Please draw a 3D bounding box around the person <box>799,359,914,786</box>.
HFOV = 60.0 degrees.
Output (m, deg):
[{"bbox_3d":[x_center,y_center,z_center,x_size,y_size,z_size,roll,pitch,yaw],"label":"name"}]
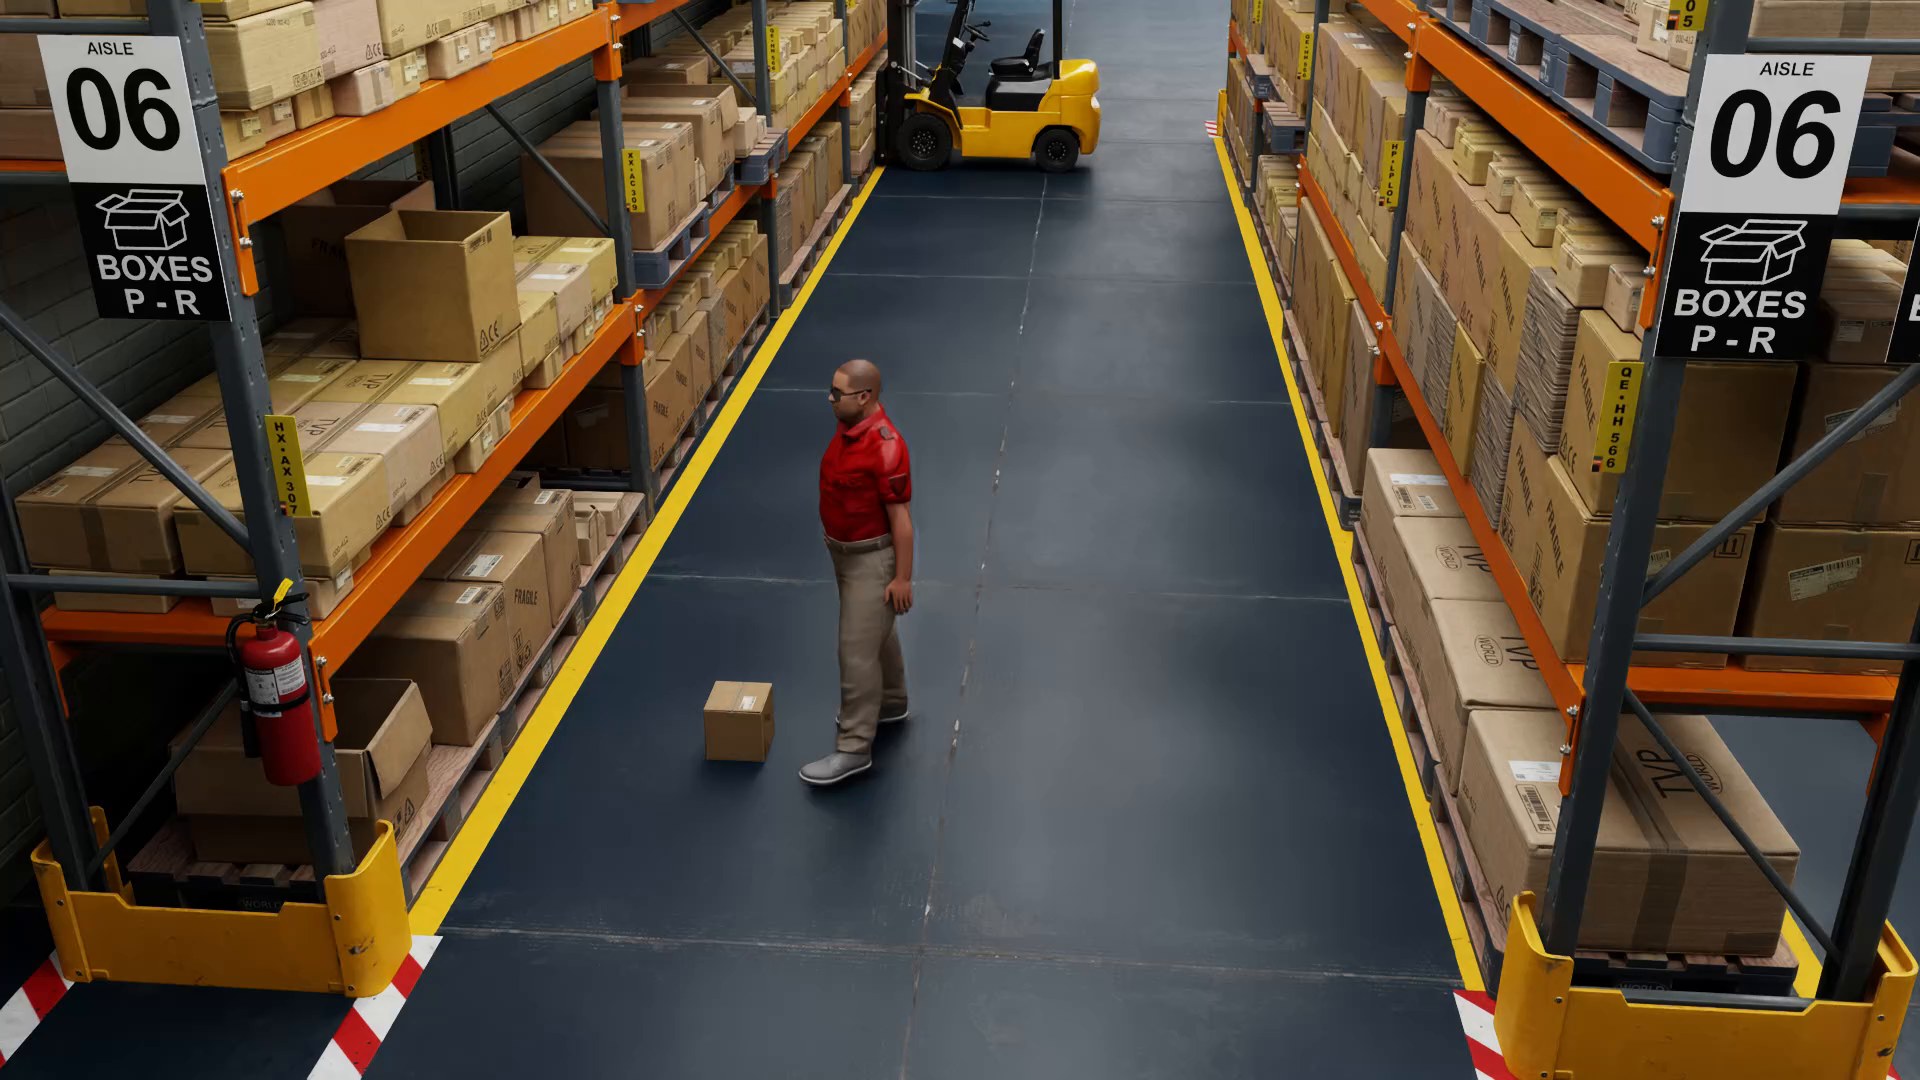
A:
[{"bbox_3d":[-0.472,0.103,6.868,0.629,1.723,0.625,-10,26,-21],"label":"person"}]
